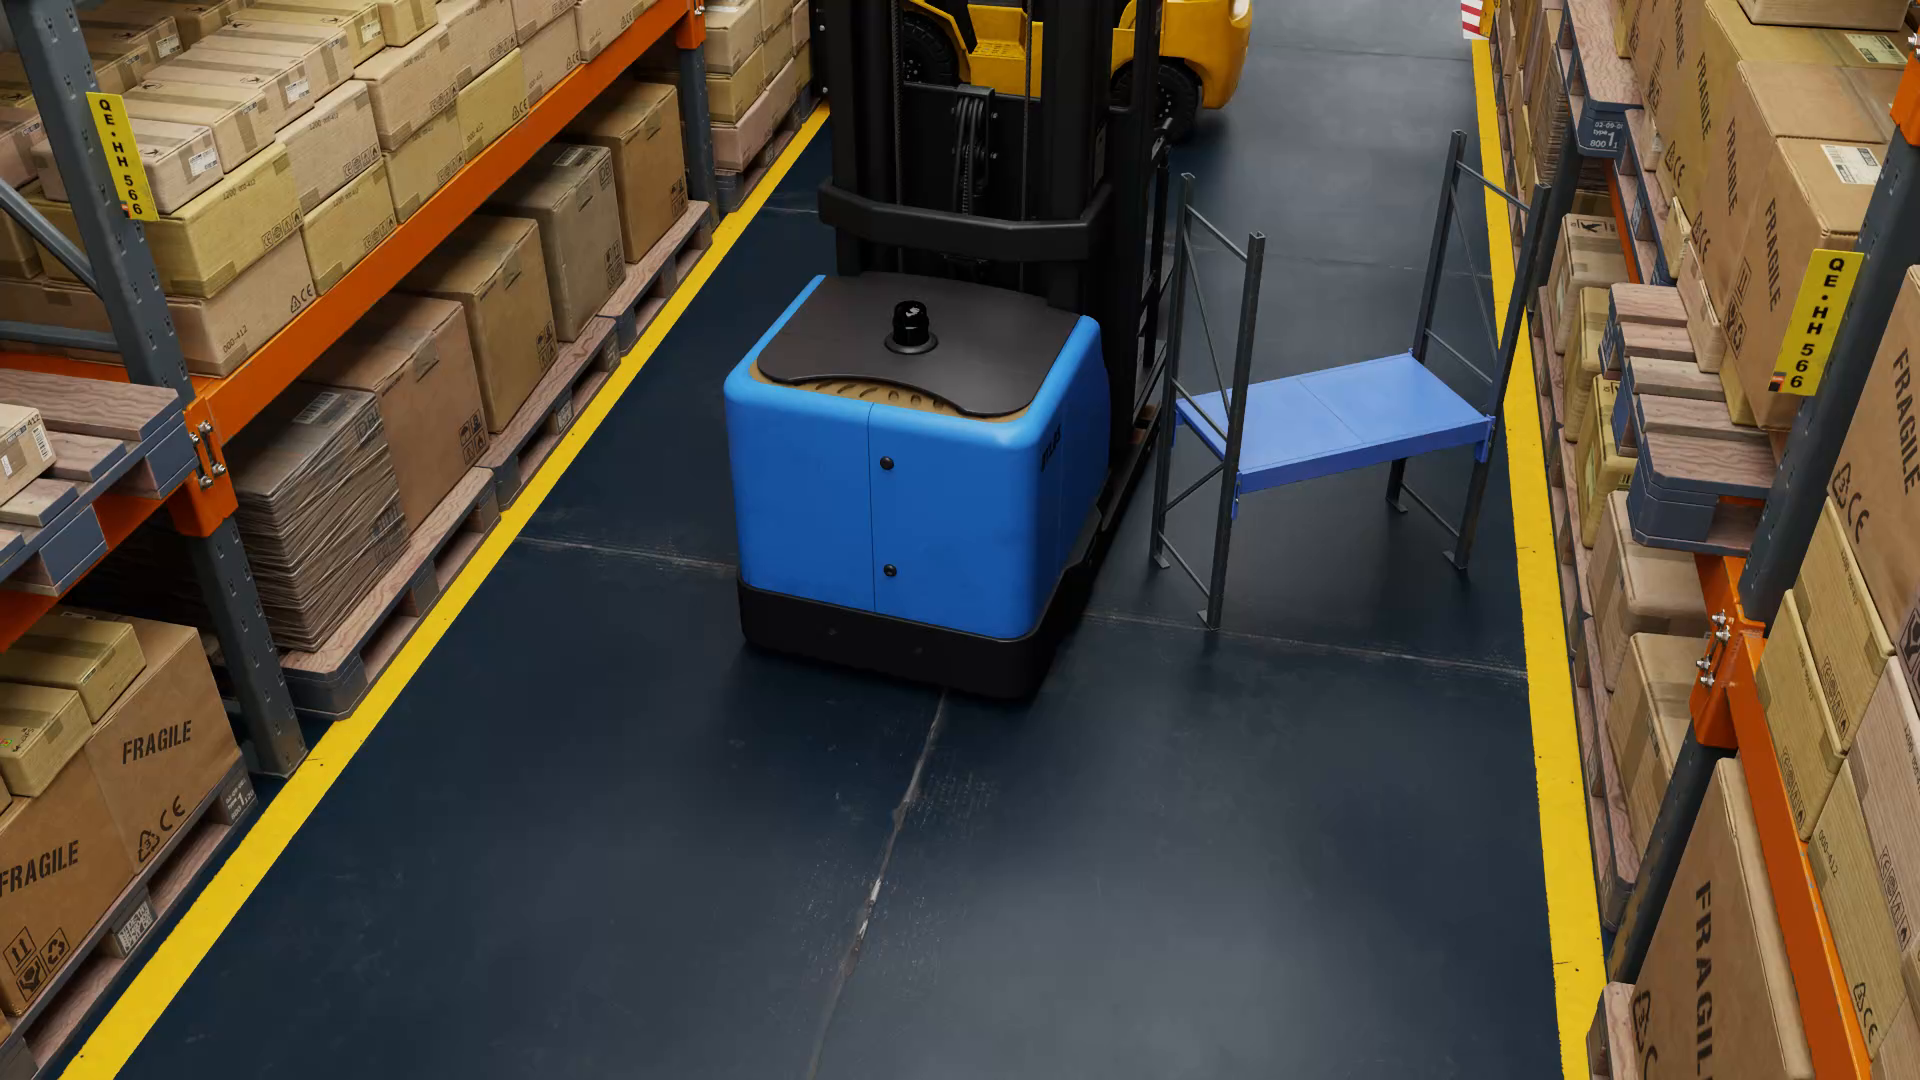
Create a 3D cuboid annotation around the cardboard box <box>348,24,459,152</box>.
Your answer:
[{"bbox_3d":[-2.007,-1.509,5.477,0.500,0.250,0.500,6,36,9],"label":"cardboard box"}]

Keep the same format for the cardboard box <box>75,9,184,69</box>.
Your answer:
[{"bbox_3d":[-2.661,-1.528,5.164,0.380,0.149,0.250,7,36,9],"label":"cardboard box"}]

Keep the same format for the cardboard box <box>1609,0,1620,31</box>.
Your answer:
[{"bbox_3d":[2.699,-2.023,6.341,0.380,0.149,0.250,8,37,11],"label":"cardboard box"}]

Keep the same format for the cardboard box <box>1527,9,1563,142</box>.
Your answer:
[{"bbox_3d":[3.097,-2.257,8.154,0.500,0.500,0.500,8,37,11],"label":"cardboard box"}]

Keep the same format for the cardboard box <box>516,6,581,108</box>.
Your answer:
[{"bbox_3d":[-1.814,-1.899,6.442,0.500,0.250,0.500,8,37,10],"label":"cardboard box"}]

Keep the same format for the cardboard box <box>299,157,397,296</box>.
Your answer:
[{"bbox_3d":[-2.133,-1.009,5.214,0.500,0.250,0.500,7,36,9],"label":"cardboard box"}]

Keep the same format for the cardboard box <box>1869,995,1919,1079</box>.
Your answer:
[{"bbox_3d":[1.711,0.968,2.486,0.500,0.250,0.500,8,37,12],"label":"cardboard box"}]

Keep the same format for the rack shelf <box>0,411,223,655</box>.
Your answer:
[{"bbox_3d":[-3.006,0.880,3.093,1.077,0.370,4.000,7,37,10],"label":"rack shelf"}]

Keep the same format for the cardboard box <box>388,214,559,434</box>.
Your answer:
[{"bbox_3d":[-2.156,-0.884,6.580,0.875,0.625,0.625,6,36,8],"label":"cardboard box"}]

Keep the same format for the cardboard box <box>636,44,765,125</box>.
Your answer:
[{"bbox_3d":[-1.319,-2.349,8.495,0.500,0.250,0.500,7,37,10],"label":"cardboard box"}]

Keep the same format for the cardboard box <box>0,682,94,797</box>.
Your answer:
[{"bbox_3d":[-2.464,0.496,4.229,0.380,0.149,0.250,6,36,8],"label":"cardboard box"}]

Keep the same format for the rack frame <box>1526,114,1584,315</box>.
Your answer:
[{"bbox_3d":[3.126,-2.232,6.773,1.000,3.000,0.127,7,37,10],"label":"rack frame"}]

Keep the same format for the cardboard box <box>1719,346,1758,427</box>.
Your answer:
[{"bbox_3d":[2.098,-0.387,4.084,0.380,0.149,0.250,8,37,11],"label":"cardboard box"}]

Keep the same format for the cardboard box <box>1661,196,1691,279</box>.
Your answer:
[{"bbox_3d":[2.215,-0.840,4.709,0.380,0.149,0.250,8,37,11],"label":"cardboard box"}]

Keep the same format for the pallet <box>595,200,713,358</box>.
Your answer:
[{"bbox_3d":[-1.843,-1.295,7.857,1.003,0.211,1.213,7,37,10],"label":"pallet"}]

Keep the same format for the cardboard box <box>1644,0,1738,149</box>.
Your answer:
[{"bbox_3d":[2.421,-1.465,5.019,0.500,0.500,0.500,6,36,8],"label":"cardboard box"}]

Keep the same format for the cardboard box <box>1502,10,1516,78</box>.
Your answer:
[{"bbox_3d":[3.421,-2.862,9.628,0.500,0.250,0.500,9,37,12],"label":"cardboard box"}]

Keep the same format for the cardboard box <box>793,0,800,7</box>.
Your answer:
[{"bbox_3d":[-1.100,-3.130,9.145,0.500,0.250,0.500,9,37,12],"label":"cardboard box"}]

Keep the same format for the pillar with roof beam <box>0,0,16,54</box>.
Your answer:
[{"bbox_3d":[1.025,-3.308,3.146,9.100,9.000,0.400,7,37,10],"label":"pillar with roof beam"}]

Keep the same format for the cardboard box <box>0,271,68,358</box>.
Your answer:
[{"bbox_3d":[-2.732,-0.787,4.908,0.500,0.250,0.500,7,36,9],"label":"cardboard box"}]

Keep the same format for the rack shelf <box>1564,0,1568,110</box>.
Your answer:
[{"bbox_3d":[3.553,-3.087,8.566,1.077,0.370,4.000,7,37,10],"label":"rack shelf"}]

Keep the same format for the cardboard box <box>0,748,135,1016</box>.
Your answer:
[{"bbox_3d":[-2.576,0.839,4.309,0.500,0.500,0.500,7,36,9],"label":"cardboard box"}]

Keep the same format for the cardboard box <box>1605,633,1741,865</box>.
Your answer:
[{"bbox_3d":[2.402,0.633,4.702,0.950,0.372,0.625,5,36,7],"label":"cardboard box"}]

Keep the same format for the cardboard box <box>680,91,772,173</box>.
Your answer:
[{"bbox_3d":[-1.297,-2.144,8.638,0.500,0.250,0.500,8,37,10],"label":"cardboard box"}]

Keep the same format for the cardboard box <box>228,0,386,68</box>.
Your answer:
[{"bbox_3d":[-2.069,-1.610,5.278,0.380,0.149,0.250,8,37,10],"label":"cardboard box"}]

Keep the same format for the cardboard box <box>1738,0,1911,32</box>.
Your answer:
[{"bbox_3d":[2.345,-1.505,4.522,0.380,0.149,0.250,6,36,8],"label":"cardboard box"}]

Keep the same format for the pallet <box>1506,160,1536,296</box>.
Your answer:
[{"bbox_3d":[3.235,-1.492,8.129,1.003,0.211,1.213,7,37,10],"label":"pallet"}]

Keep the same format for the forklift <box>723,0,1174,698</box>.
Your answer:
[{"bbox_3d":[0.196,-1.535,5.871,1.130,2.935,3.031,11,37,15],"label":"forklift"}]

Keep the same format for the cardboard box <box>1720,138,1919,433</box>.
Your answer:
[{"bbox_3d":[2.097,-0.565,3.777,0.500,0.500,0.500,6,36,9],"label":"cardboard box"}]

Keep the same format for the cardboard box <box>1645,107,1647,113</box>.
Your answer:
[{"bbox_3d":[2.501,-1.425,5.516,0.380,0.149,0.250,8,37,10],"label":"cardboard box"}]

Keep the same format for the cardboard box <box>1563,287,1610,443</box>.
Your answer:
[{"bbox_3d":[2.866,-0.624,6.436,0.950,0.372,0.625,10,37,13],"label":"cardboard box"}]

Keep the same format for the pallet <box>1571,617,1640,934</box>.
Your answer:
[{"bbox_3d":[2.440,0.743,5.045,1.003,0.211,1.213,7,37,10],"label":"pallet"}]

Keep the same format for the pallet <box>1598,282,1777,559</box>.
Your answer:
[{"bbox_3d":[2.320,-0.283,4.247,1.213,0.211,1.003,7,37,10],"label":"pallet"}]

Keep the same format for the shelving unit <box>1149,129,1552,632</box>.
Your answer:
[{"bbox_3d":[1.282,-0.531,5.705,1.048,1.500,0.538,-12,38,-17],"label":"shelving unit"}]

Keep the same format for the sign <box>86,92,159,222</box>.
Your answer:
[{"bbox_3d":[-2.046,-0.933,4.061,0.100,0.325,0.005,7,37,10],"label":"sign"}]

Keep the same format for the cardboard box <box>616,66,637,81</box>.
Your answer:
[{"bbox_3d":[-1.820,-2.416,8.586,0.500,0.250,0.500,7,36,9],"label":"cardboard box"}]

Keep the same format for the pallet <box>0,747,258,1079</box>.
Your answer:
[{"bbox_3d":[-2.775,0.994,4.699,1.003,0.211,1.213,7,37,10],"label":"pallet"}]

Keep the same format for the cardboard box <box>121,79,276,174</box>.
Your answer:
[{"bbox_3d":[-2.167,-1.161,4.657,0.380,0.149,0.250,8,37,11],"label":"cardboard box"}]

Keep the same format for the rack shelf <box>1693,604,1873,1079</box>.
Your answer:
[{"bbox_3d":[1.844,1.500,2.238,1.077,0.370,4.000,7,37,10],"label":"rack shelf"}]

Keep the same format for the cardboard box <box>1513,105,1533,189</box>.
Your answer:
[{"bbox_3d":[3.094,-1.967,8.394,0.500,0.250,0.500,6,36,9],"label":"cardboard box"}]

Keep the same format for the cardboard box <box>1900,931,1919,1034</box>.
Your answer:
[{"bbox_3d":[1.692,0.760,2.347,0.500,0.250,0.500,7,37,10],"label":"cardboard box"}]

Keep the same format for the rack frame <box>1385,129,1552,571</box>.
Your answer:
[{"bbox_3d":[1.758,-0.636,5.849,0.032,1.500,0.500,-12,38,-17],"label":"rack frame"}]

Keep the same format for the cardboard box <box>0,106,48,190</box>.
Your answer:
[{"bbox_3d":[-2.707,-1.073,4.537,0.380,0.149,0.250,8,37,11],"label":"cardboard box"}]

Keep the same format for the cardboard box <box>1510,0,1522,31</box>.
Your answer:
[{"bbox_3d":[3.426,-3.143,9.377,0.500,0.500,0.500,6,36,8],"label":"cardboard box"}]

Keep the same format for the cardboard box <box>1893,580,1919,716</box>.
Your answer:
[{"bbox_3d":[1.831,0.154,2.544,0.500,0.500,0.500,7,37,10],"label":"cardboard box"}]

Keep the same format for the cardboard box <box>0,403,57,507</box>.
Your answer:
[{"bbox_3d":[-2.344,-0.202,3.829,0.380,0.149,0.250,8,37,11],"label":"cardboard box"}]
